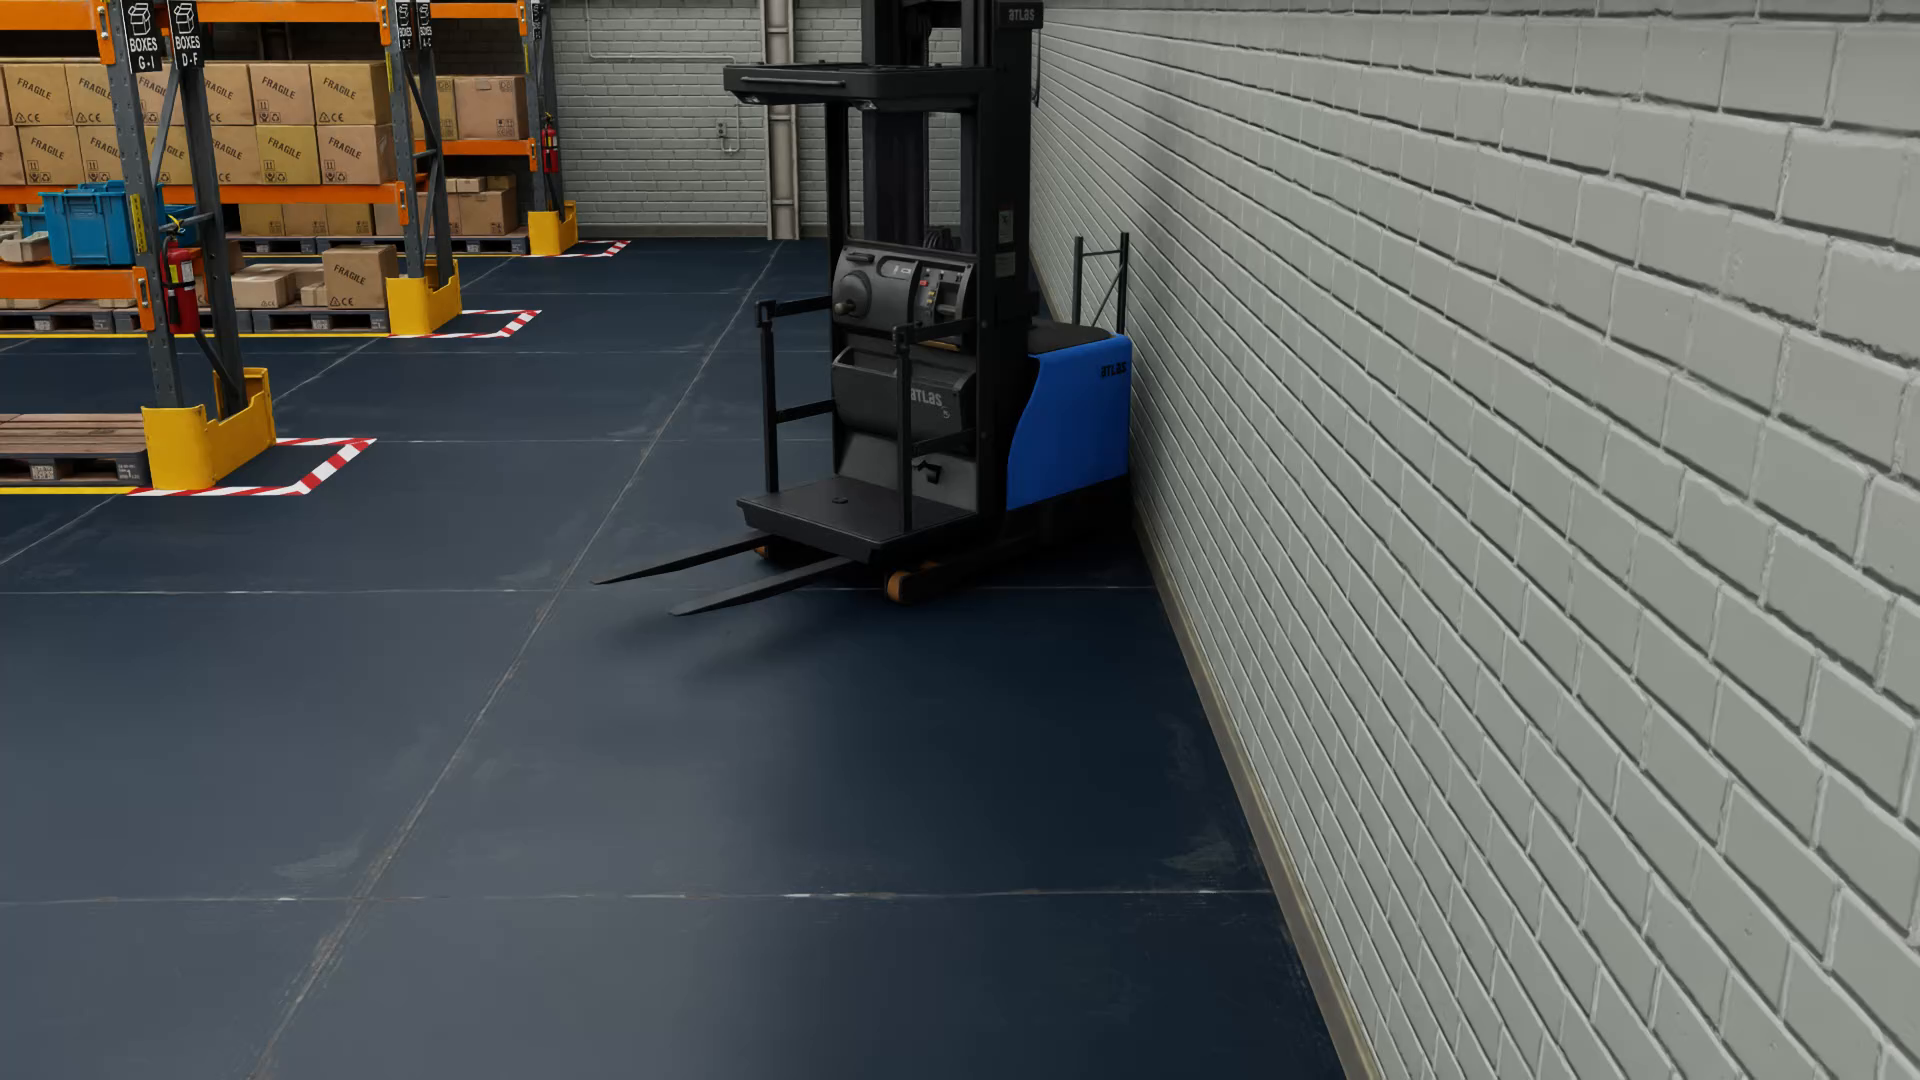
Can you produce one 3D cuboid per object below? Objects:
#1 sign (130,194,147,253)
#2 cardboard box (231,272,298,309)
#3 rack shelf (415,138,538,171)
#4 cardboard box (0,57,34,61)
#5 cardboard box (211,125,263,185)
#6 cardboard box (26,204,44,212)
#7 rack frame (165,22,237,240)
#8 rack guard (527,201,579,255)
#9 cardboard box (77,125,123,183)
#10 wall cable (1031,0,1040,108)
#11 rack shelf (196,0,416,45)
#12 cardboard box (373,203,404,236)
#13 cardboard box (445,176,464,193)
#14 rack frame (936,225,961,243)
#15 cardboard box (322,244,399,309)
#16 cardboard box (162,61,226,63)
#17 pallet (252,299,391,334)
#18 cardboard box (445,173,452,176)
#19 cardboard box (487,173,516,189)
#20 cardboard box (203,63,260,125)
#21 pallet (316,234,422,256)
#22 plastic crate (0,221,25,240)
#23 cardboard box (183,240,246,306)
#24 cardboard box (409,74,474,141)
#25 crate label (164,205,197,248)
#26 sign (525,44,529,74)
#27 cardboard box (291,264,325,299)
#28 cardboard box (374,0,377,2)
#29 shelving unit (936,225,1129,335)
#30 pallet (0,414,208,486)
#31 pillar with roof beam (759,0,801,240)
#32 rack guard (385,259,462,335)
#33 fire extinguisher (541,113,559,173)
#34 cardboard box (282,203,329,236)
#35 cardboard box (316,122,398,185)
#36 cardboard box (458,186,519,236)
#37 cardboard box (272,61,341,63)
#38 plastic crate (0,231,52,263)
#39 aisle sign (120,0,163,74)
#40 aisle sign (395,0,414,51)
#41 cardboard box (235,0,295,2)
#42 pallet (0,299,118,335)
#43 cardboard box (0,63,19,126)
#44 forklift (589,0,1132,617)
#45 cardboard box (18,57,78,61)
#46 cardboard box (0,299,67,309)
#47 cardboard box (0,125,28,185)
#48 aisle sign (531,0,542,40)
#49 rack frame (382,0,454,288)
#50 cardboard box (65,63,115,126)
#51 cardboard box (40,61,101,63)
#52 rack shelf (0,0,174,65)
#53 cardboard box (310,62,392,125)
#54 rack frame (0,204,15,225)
[{"bbox_3d":[-4.700,-1.812,9.517,0.005,0.325,0.100,0,18,-1],"label":"sign"},{"bbox_3d":[-6.290,-2.242,14.906,0.500,0.250,0.500,0,18,-1],"label":"cardboard box"},{"bbox_3d":[-6.881,-4.575,19.578,4.000,0.370,1.077,0,18,-1],"label":"rack shelf"},{"bbox_3d":[-10.875,-5.379,18.995,0.500,0.250,0.500,-1,18,-2],"label":"cardboard box"},{"bbox_3d":[-6.261,-3.373,14.487,0.500,0.500,0.500,0,18,0],"label":"cardboard box"},{"bbox_3d":[-10.418,-4.037,19.552,0.750,0.750,0.750,0,18,1],"label":"cardboard box"},{"bbox_3d":[-8.881,-4.908,19.438,0.127,3.000,1.000,0,18,-1],"label":"rack frame"},{"bbox_3d":[-4.857,-3.738,19.880,0.348,0.500,1.175,0,18,-1],"label":"rack guard"},{"bbox_3d":[-7.273,-3.367,14.471,0.500,0.500,0.500,0,18,-1],"label":"cardboard box"},{"bbox_3d":[0.779,-6.224,18.801,0.112,2.526,3.097,0,18,-1],"label":"wall cable"},{"bbox_3d":[-6.799,-4.491,14.403,4.000,0.370,1.077,0,18,-1],"label":"rack shelf"},{"bbox_3d":[-6.583,-3.898,19.694,0.500,0.500,0.700,-1,18,-3],"label":"cardboard box"},{"bbox_3d":[-5.961,-4.155,19.431,0.250,0.149,0.380,0,18,1],"label":"cardboard box"},{"bbox_3d":[0.011,-1.199,10.291,0.032,1.500,0.500,13,19,38],"label":"rack frame"},{"bbox_3d":[-5.339,-2.356,14.854,0.500,0.500,0.500,0,18,-1],"label":"cardboard box"},{"bbox_3d":[-6.778,-4.008,14.832,0.500,0.500,0.500,0,18,-1],"label":"cardboard box"},{"bbox_3d":[-5.673,-2.082,15.194,1.213,0.211,1.003,0,18,-1],"label":"pallet"},{"bbox_3d":[-6.215,-4.270,19.791,0.250,0.149,0.380,0,18,0],"label":"cardboard box"},{"bbox_3d":[-5.458,-4.274,19.803,0.250,0.149,0.380,0,18,0],"label":"cardboard box"},{"bbox_3d":[-6.264,-3.846,14.325,0.500,0.500,0.500,0,18,1],"label":"cardboard box"},{"bbox_3d":[-6.897,-3.567,19.822,1.213,0.211,1.003,0,18,-1],"label":"pallet"},{"bbox_3d":[-5.977,-1.925,10.470,0.298,0.136,0.250,0,18,-1],"label":"plastic crate"},{"bbox_3d":[-6.921,-2.427,15.069,0.637,0.503,0.797,0,18,-1],"label":"cardboard box"},{"bbox_3d":[-6.119,-5.058,19.413,0.700,0.700,0.980,0,18,-1],"label":"cardboard box"},{"bbox_3d":[-4.977,-1.950,10.392,0.303,0.233,0.416,0,18,-1],"label":"crate label"},{"bbox_3d":[-4.887,-5.426,18.768,0.005,0.325,0.100,0,18,-1],"label":"sign"},{"bbox_3d":[-5.848,-2.397,15.389,0.500,0.250,0.500,0,18,-1],"label":"cardboard box"},{"bbox_3d":[-5.317,-4.847,14.581,0.500,0.250,0.500,0,18,-1],"label":"cardboard box"},{"bbox_3d":[0.404,-1.108,9.981,1.048,1.500,0.538,13,19,38],"label":"shelving unit"},{"bbox_3d":[-5.550,-0.582,10.516,1.213,0.211,1.003,0,18,-1],"label":"pallet"},{"bbox_3d":[-2.127,-6.747,15.347,0.400,9.000,9.100,0,18,-1],"label":"pillar with roof beam"},{"bbox_3d":[-4.876,-2.224,15.162,0.348,0.500,1.175,0,18,-1],"label":"rack guard"},{"bbox_3d":[-4.723,-4.573,19.130,0.183,0.674,0.296,0,18,-1],"label":"fire extinguisher"},{"bbox_3d":[-7.629,-3.892,19.674,0.500,0.500,0.700,0,18,-1],"label":"cardboard box"},{"bbox_3d":[-5.243,-3.377,14.501,0.500,0.500,0.500,0,18,1],"label":"cardboard box"},{"bbox_3d":[-5.580,-3.903,19.710,0.500,0.500,0.700,0,18,-1],"label":"cardboard box"},{"bbox_3d":[-5.770,-4.012,14.843,0.500,0.500,0.500,0,18,0],"label":"cardboard box"},{"bbox_3d":[-5.538,-1.746,9.912,0.243,0.136,0.396,0,18,-1],"label":"plastic crate"},{"bbox_3d":[-4.648,-3.051,9.391,0.004,0.787,0.394,0,18,-1],"label":"aisle sign"},{"bbox_3d":[-4.726,-4.559,14.094,0.004,0.787,0.394,0,18,-1],"label":"aisle sign"},{"bbox_3d":[-5.809,-4.690,14.091,0.500,0.250,0.500,0,18,-1],"label":"cardboard box"},{"bbox_3d":[-8.112,-2.071,15.157,1.213,0.211,1.003,0,18,-1],"label":"pallet"},{"bbox_3d":[-8.323,-3.836,14.293,0.500,0.500,0.500,0,18,1],"label":"cardboard box"},{"bbox_3d":[-0.436,-1.257,8.167,1.130,2.935,3.031,16,24,41],"label":"forklift"},{"bbox_3d":[-10.365,-5.382,19.003,0.500,0.250,0.500,0,18,0],"label":"cardboard box"},{"bbox_3d":[-8.376,-2.261,14.865,0.500,0.311,0.500,0,18,-1],"label":"cardboard box"},{"bbox_3d":[-8.285,-3.362,14.455,0.500,0.500,0.500,0,18,1],"label":"cardboard box"},{"bbox_3d":[-4.805,-6.074,18.816,0.004,0.787,0.394,0,18,-1],"label":"aisle sign"},{"bbox_3d":[-4.800,-3.415,14.782,0.127,3.000,1.000,0,18,-1],"label":"rack frame"},{"bbox_3d":[-7.294,-3.840,14.308,0.500,0.500,0.500,-1,18,-2],"label":"cardboard box"},{"bbox_3d":[-7.785,-4.004,14.818,0.500,0.500,0.500,-1,18,-2],"label":"cardboard box"},{"bbox_3d":[-6.725,-2.978,9.687,4.000,0.370,1.077,0,18,-1],"label":"rack shelf"},{"bbox_3d":[-5.240,-3.852,14.345,0.500,0.500,0.500,0,18,-1],"label":"cardboard box"},{"bbox_3d":[-8.799,-3.395,14.722,0.127,3.000,1.000,0,18,-1],"label":"rack frame"}]
